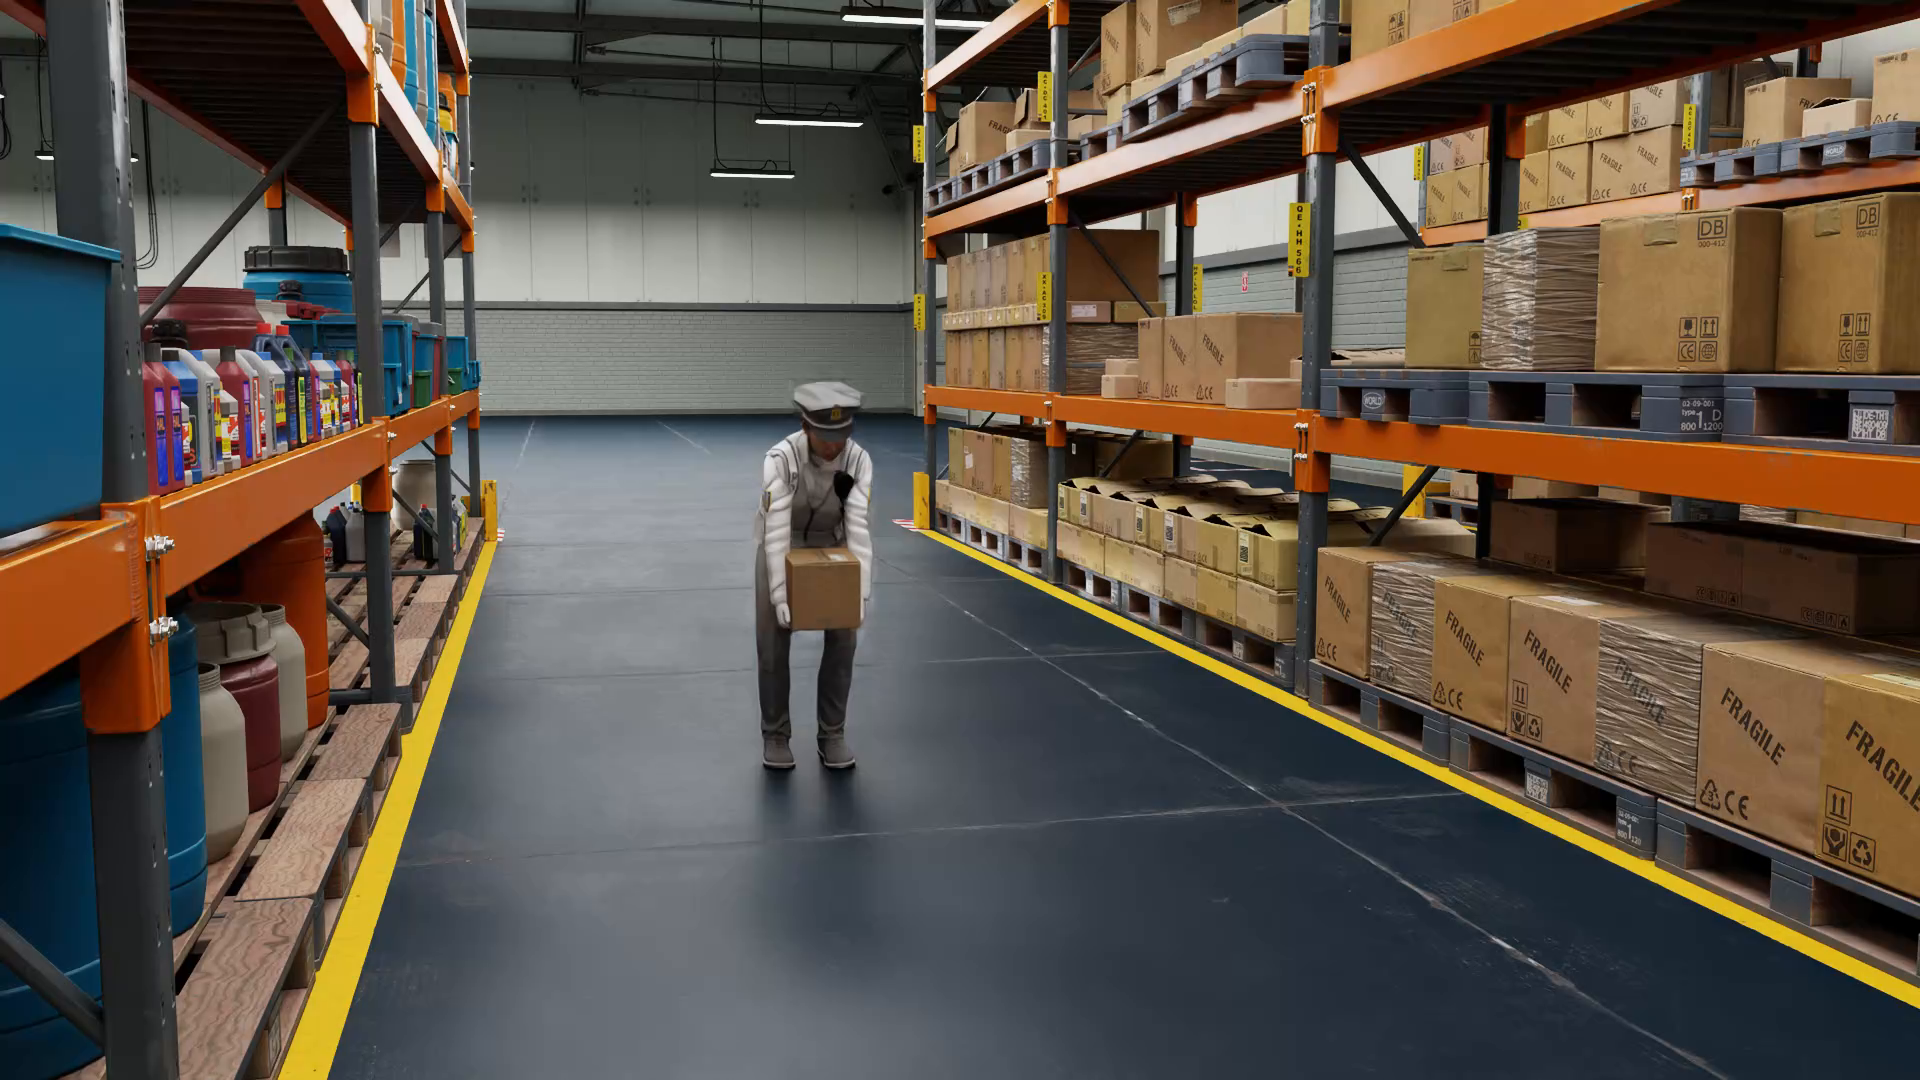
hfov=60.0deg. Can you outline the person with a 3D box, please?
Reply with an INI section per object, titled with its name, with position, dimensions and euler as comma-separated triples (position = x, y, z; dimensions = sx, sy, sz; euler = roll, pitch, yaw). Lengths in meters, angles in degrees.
[person]
position = -0.544, 0.146, 6.253
dimensions = 0.415, 1.474, 0.756
euler = -2, 6, -15
